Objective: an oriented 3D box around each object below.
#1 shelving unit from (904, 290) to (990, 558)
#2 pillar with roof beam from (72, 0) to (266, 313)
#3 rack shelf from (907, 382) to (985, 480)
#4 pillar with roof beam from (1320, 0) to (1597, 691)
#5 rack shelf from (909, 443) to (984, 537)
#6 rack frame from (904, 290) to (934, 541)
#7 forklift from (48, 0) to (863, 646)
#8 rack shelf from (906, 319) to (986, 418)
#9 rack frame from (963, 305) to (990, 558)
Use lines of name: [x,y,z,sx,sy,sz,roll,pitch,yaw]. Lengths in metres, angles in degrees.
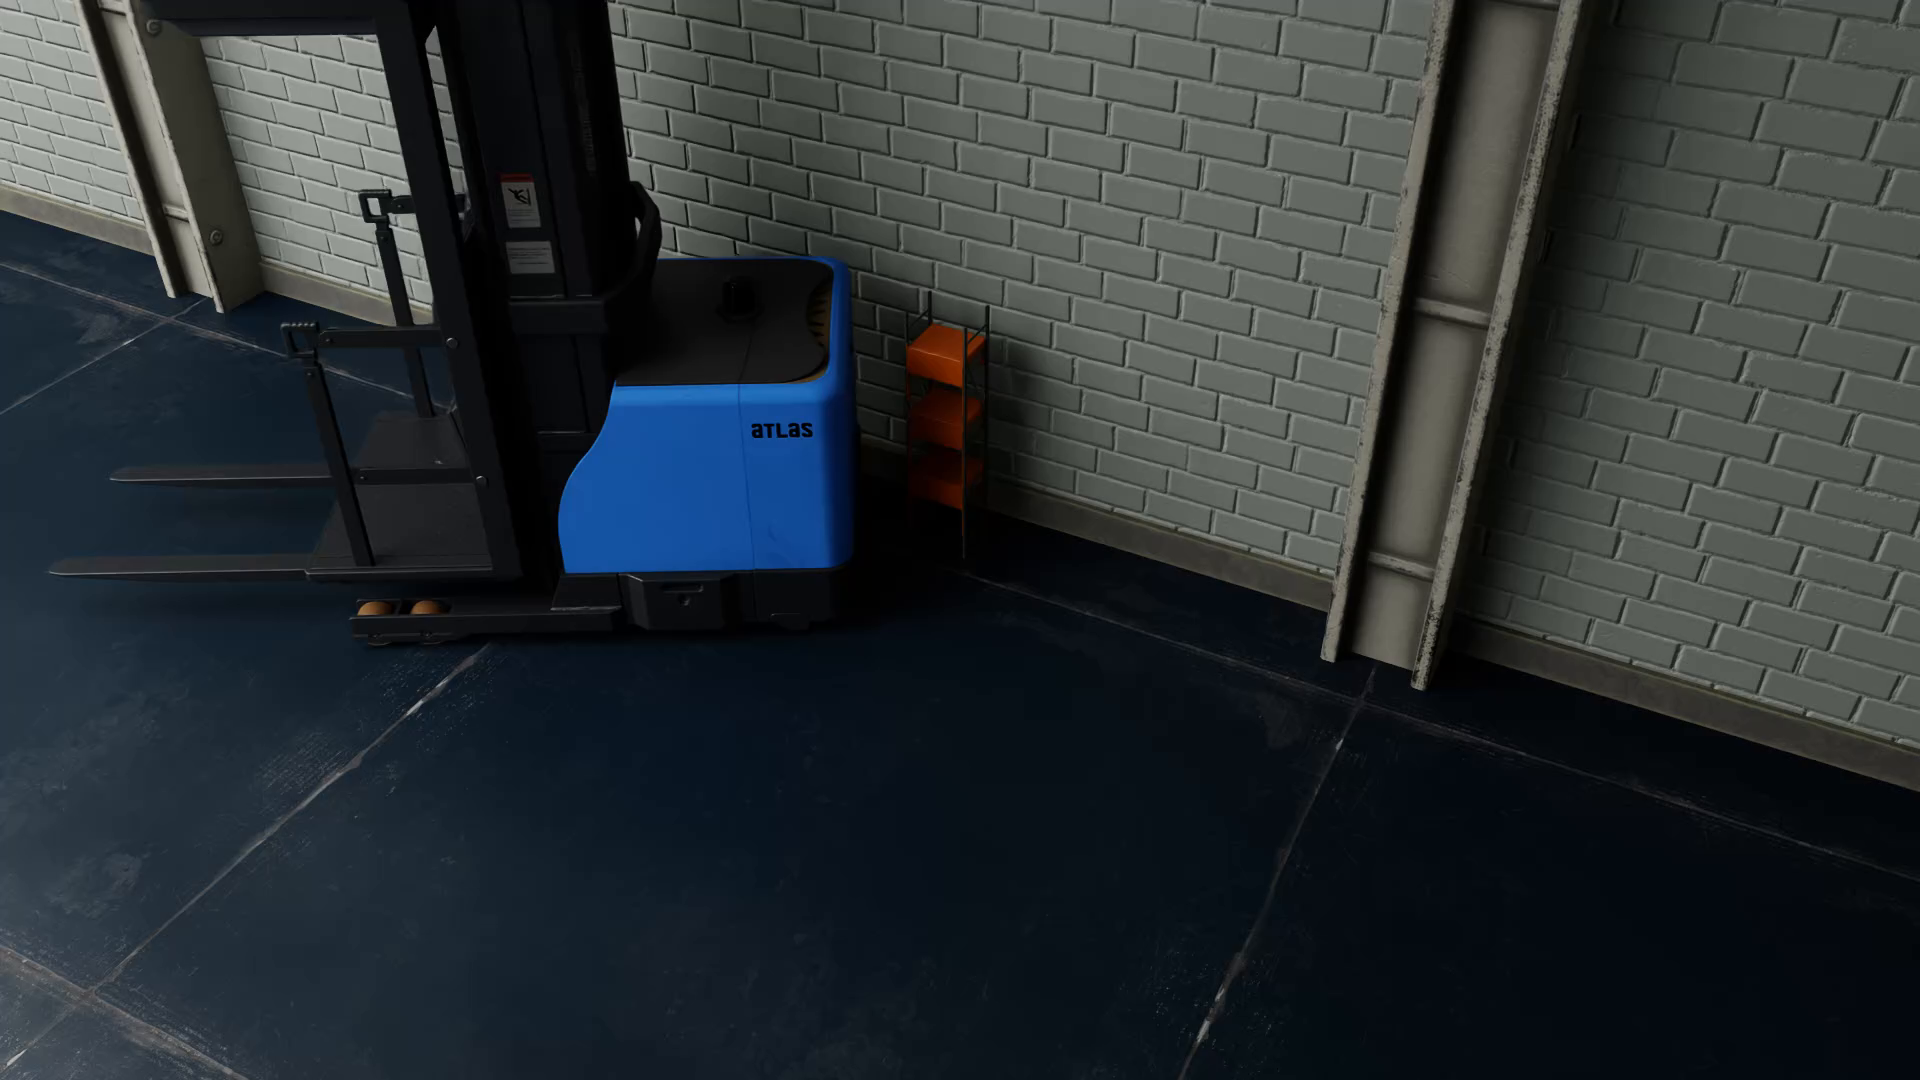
shelving unit: [-0.048,-0.433,6.452,0.252,1.050,0.215,17,41,21]
pillar with roof beam: [-5.724,-2.530,2.640,0.400,9.000,9.100,17,41,21]
rack shelf: [-0.048,-0.425,6.459,0.240,0.259,0.215,17,41,21]
pillar with roof beam: [-0.396,-0.862,0.443,0.400,9.000,9.100,17,41,21]
rack shelf: [-0.048,-0.203,6.627,0.240,0.259,0.215,17,41,21]
rack frame: [-0.156,-0.467,6.497,0.008,1.050,0.200,17,41,21]
forklift: [-1.911,-1.098,5.772,3.031,2.935,1.130,-1,37,-1]
rack shelf: [-0.048,-0.651,6.287,0.240,0.259,0.215,17,41,21]
rack frame: [0.061,-0.399,6.407,0.008,1.050,0.200,17,41,21]
